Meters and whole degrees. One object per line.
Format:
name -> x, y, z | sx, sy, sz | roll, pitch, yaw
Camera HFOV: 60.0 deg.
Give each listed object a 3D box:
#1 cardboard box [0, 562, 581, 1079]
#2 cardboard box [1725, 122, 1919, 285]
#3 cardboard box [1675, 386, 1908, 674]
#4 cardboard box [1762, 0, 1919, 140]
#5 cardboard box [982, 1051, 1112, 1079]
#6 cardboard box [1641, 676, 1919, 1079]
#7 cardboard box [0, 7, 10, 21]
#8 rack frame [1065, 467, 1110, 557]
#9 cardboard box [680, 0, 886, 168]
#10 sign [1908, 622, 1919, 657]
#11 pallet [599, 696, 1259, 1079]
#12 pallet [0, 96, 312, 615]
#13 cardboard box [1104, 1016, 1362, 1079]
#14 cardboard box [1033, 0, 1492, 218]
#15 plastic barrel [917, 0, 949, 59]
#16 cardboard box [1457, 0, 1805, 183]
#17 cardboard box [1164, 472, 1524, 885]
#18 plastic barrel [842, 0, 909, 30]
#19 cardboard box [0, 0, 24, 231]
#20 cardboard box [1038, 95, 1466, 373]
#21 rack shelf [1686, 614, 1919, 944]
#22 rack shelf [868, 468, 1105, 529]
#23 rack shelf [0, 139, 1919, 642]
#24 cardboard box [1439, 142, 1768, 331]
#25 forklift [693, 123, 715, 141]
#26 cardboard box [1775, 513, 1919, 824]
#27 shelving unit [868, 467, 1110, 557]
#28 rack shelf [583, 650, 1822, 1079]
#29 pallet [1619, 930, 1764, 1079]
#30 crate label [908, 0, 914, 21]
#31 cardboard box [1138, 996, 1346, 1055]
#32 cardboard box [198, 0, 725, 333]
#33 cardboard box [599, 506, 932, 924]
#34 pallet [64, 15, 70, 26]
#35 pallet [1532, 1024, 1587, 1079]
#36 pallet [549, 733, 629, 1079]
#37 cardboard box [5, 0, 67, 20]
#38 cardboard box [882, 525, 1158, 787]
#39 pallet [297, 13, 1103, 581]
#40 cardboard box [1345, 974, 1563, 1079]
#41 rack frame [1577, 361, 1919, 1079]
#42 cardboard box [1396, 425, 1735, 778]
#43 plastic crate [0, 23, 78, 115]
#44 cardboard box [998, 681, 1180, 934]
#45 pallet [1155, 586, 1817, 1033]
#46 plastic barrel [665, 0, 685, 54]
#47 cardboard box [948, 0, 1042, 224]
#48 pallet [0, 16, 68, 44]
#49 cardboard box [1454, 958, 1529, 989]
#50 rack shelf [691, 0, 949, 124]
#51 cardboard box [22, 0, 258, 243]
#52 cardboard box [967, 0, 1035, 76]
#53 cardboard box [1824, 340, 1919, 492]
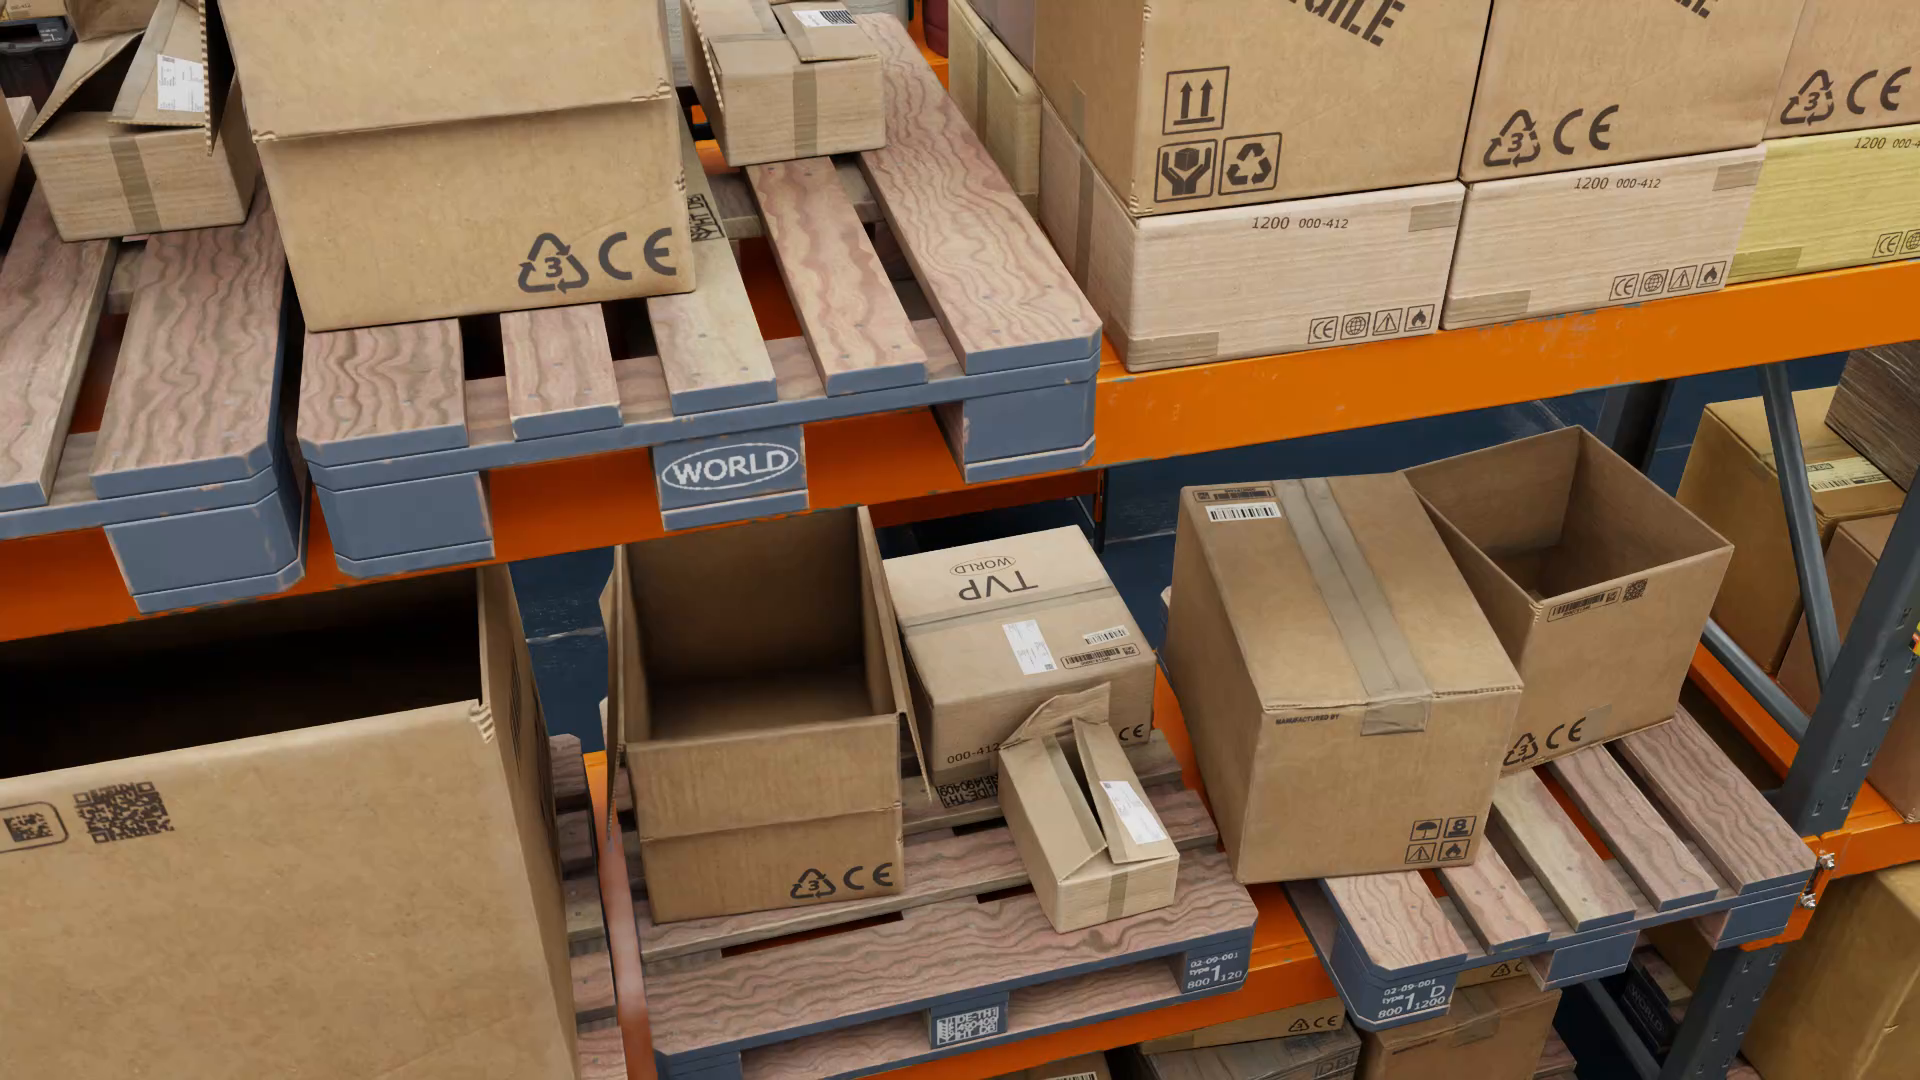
cardboard box -> -1.269, 0.409, 2.908 | 1.000, 1.000, 1.000 | -9, 38, -12
cardboard box -> 1.394, -0.689, 2.836 | 0.500, 0.250, 0.500 | -9, 38, -12
cardboard box -> 2.201, -0.039, 4.250 | 0.500, 0.500, 0.500 | -8, 38, -11
cardboard box -> 1.393, -0.984, 2.604 | 0.500, 0.500, 0.500 | -8, 38, -11
cardboard box -> 0.070, 1.349, 4.213 | 0.500, 0.500, 0.700 | -6, 38, -8
cardboard box -> 2.460, 0.804, 4.633 | 0.875, 0.875, 1.225 | -11, 39, -14
cardboard box -> -6.489, -3.586, 10.886 | 0.500, 0.250, 0.500 | -9, 38, -12
rack frame -> 0.497, -0.528, 6.515 | 0.032, 1.125, 0.500 | -9, 38, -12
cardboard box -> -0.289, -0.764, 2.657 | 0.250, 0.166, 0.380 | -10, 39, -13
sign -> 1.939, 0.112, 3.247 | 0.005, 0.325, 0.100 | -9, 38, -12
pallet -> -0.112, 0.638, 3.606 | 1.213, 0.211, 1.003 | -9, 38, -12
pallet -> -1.449, -0.295, 2.352 | 1.003, 0.211, 1.213 | -9, 38, -12
cardboard box -> 0.615, 1.255, 4.336 | 0.500, 0.500, 0.700 | -12, 39, -16
cardboard box -> 0.419, -0.826, 2.399 | 0.500, 0.500, 0.500 | -9, 38, -11
plastic barrel -> 0.129, -2.484, 7.417 | 0.708, 0.536, 0.600 | -9, 38, -12
cardboard box -> 0.901, -0.896, 2.490 | 0.500, 0.500, 0.500 | -9, 38, -12
cardboard box -> 0.765, 0.273, 3.496 | 0.500, 0.500, 0.700 | -4, 38, -5
plastic barrel -> -0.440, -2.438, 7.376 | 0.421, 0.512, 0.421 | 0, 37, 0
cardboard box -> -1.593, -0.558, 2.111 | 0.637, 0.503, 0.797 | -11, 39, -14
cardboard box -> 0.433, -0.524, 2.621 | 0.500, 0.250, 0.500 | -8, 38, -11
rack shelf -> 3.720, 0.193, 4.621 | 4.000, 0.370, 1.077 | -9, 38, -12
rack shelf -> 0.007, -0.254, 6.558 | 1.000, 0.278, 0.538 | -9, 38, -12
rack shelf -> -0.142, -0.365, 2.882 | 4.000, 0.370, 1.077 | -9, 38, -12
cardboard box -> 0.918, -0.602, 2.723 | 0.500, 0.250, 0.500 | -9, 38, -12
forklift -> -1.265, -4.151, 9.764 | 1.130, 2.935, 3.031 | 16, 40, 20
cardboard box -> 2.329, 0.267, 3.850 | 0.500, 0.500, 0.500 | -8, 38, -11
shelving unit -> 0.007, -0.448, 6.410 | 1.048, 1.125, 0.538 | -9, 38, -12
rack shelf -> -0.142, 0.826, 3.793 | 4.000, 0.370, 1.077 | -9, 38, -12
pallet -> 2.570, 1.251, 4.941 | 1.213, 0.211, 1.003 | -9, 38, -12
crate label -> -0.532, -2.697, 7.777 | 0.616, 0.435, 0.502 | -9, 38, -12
cardboard box -> 0.640, 0.958, 4.107 | 0.500, 0.250, 0.500 | -5, 38, -7
cardboard box -> -0.684, -0.708, 2.307 | 0.637, 0.503, 0.797 | -8, 38, -10
cardboard box -> -0.423, 0.321, 3.431 | 0.637, 0.503, 0.797 | -6, 38, -7
pallet -> -5.431, -3.745, 11.472 | 1.213, 0.211, 1.003 | -9, 38, -12
pallet -> 1.034, 1.454, 4.675 | 1.213, 0.211, 1.003 | -9, 38, -12
pallet -> -1.297, 0.898, 3.265 | 1.213, 0.211, 1.003 | -9, 38, -12
cardboard box -> -6.007, -3.666, 10.991 | 0.500, 0.250, 0.500 | -9, 38, -12
cardboard box -> 0.111, 0.247, 3.736 | 0.500, 0.250, 0.500 | -10, 39, -13
pallet -> -0.449, -0.461, 2.569 | 1.003, 0.211, 1.213 | -9, 38, -12
cardboard box -> 1.147, 1.160, 4.460 | 0.500, 0.500, 0.700 | -11, 39, -14
rack frame -> 1.789, 0.224, 3.989 | 0.127, 3.000, 1.000 | -9, 38, -12
cardboard box -> 1.278, 0.126, 3.688 | 0.500, 0.500, 0.500 | -14, 40, -18
plastic crate -> -3.903, -2.015, 6.966 | 0.504, 0.338, 0.767 | -9, 38, -12
cardboard box -> 0.249, 0.533, 3.349 | 0.258, 0.266, 0.396 | -10, 39, -13
pallet -> 1.129, 0.475, 3.818 | 1.003, 0.211, 1.213 | -9, 38, -12
plastic barrel -> -1.257, -2.309, 7.188 | 0.433, 0.535, 0.433 | 0, 37, 0
cardboard box -> 0.279, -0.815, 3.001 | 0.500, 0.250, 0.500 | -9, 38, -11
pallet -> -6.611, -3.549, 11.216 | 1.213, 0.211, 1.003 | -9, 38, -12
cardboard box -> 1.150, 0.868, 4.225 | 0.500, 0.250, 0.500 | -8, 38, -10
rack shelf -> -1.433, -2.079, 7.591 | 4.000, 0.370, 1.077 | -9, 38, -12
cardboard box -> -1.191, -0.655, 2.434 | 0.258, 0.266, 0.396 | -8, 38, -10
cardboard box -> 0.294, -1.120, 2.783 | 0.500, 0.500, 0.500 | -10, 39, -13
cardboard box -> 2.499, -0.321, 3.792 | 0.637, 0.503, 0.797 | -8, 38, -10
